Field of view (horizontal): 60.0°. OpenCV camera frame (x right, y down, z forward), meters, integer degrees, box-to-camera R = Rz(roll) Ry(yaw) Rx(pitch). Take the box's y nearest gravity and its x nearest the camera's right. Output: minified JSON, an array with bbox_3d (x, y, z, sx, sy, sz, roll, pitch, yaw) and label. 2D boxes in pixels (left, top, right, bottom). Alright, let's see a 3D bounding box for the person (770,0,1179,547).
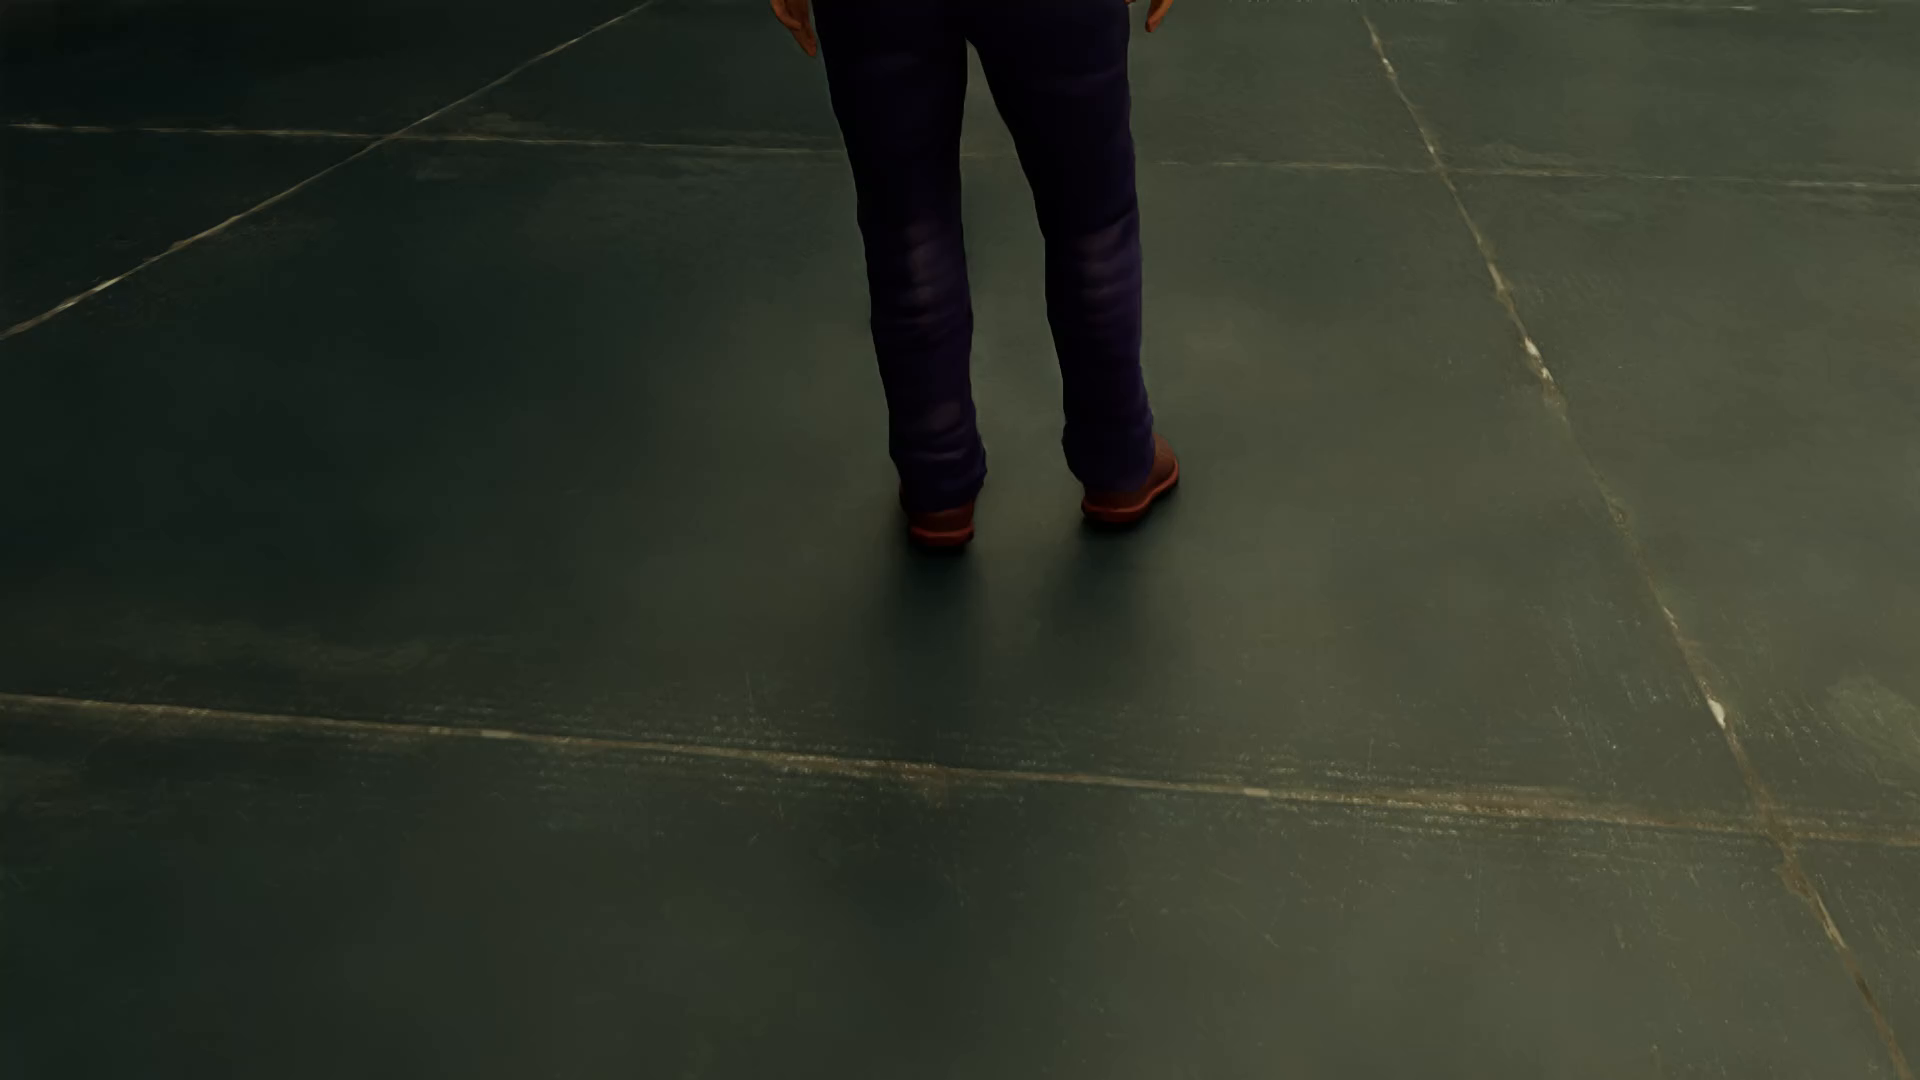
[{"bbox_3d":[0.034,-0.775,2.210,0.599,1.633,0.502,3,27,7],"label":"person"}]
